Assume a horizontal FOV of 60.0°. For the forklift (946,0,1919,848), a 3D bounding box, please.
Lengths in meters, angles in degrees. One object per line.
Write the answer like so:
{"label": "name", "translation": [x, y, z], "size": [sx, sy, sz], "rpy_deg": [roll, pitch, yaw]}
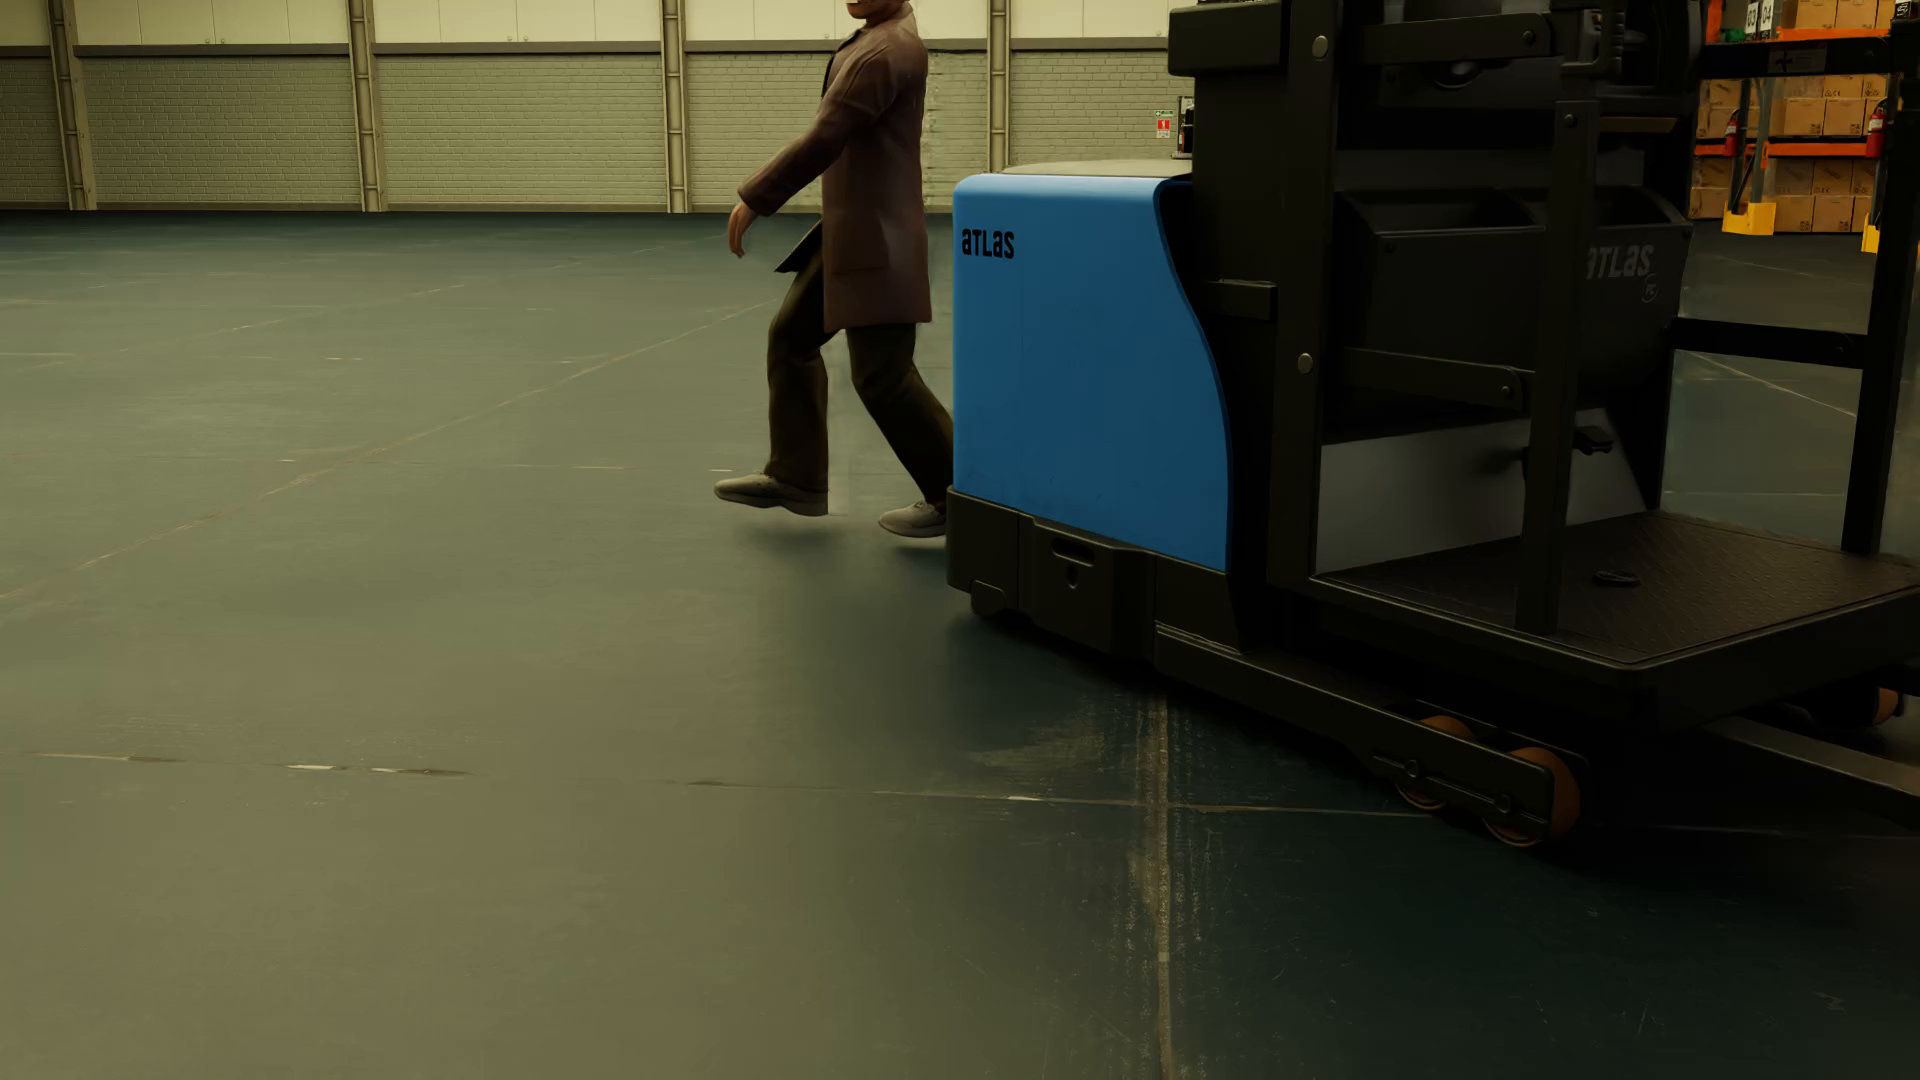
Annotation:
{"label": "forklift", "translation": [1.204, -1.039, 2.953], "size": [1.130, 2.935, 3.031], "rpy_deg": [-9, 16, -33]}

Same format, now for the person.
{"label": "person", "translation": [-0.312, -0.880, 4.840], "size": [0.872, 1.707, 0.720], "rpy_deg": [-1, 13, -5]}
